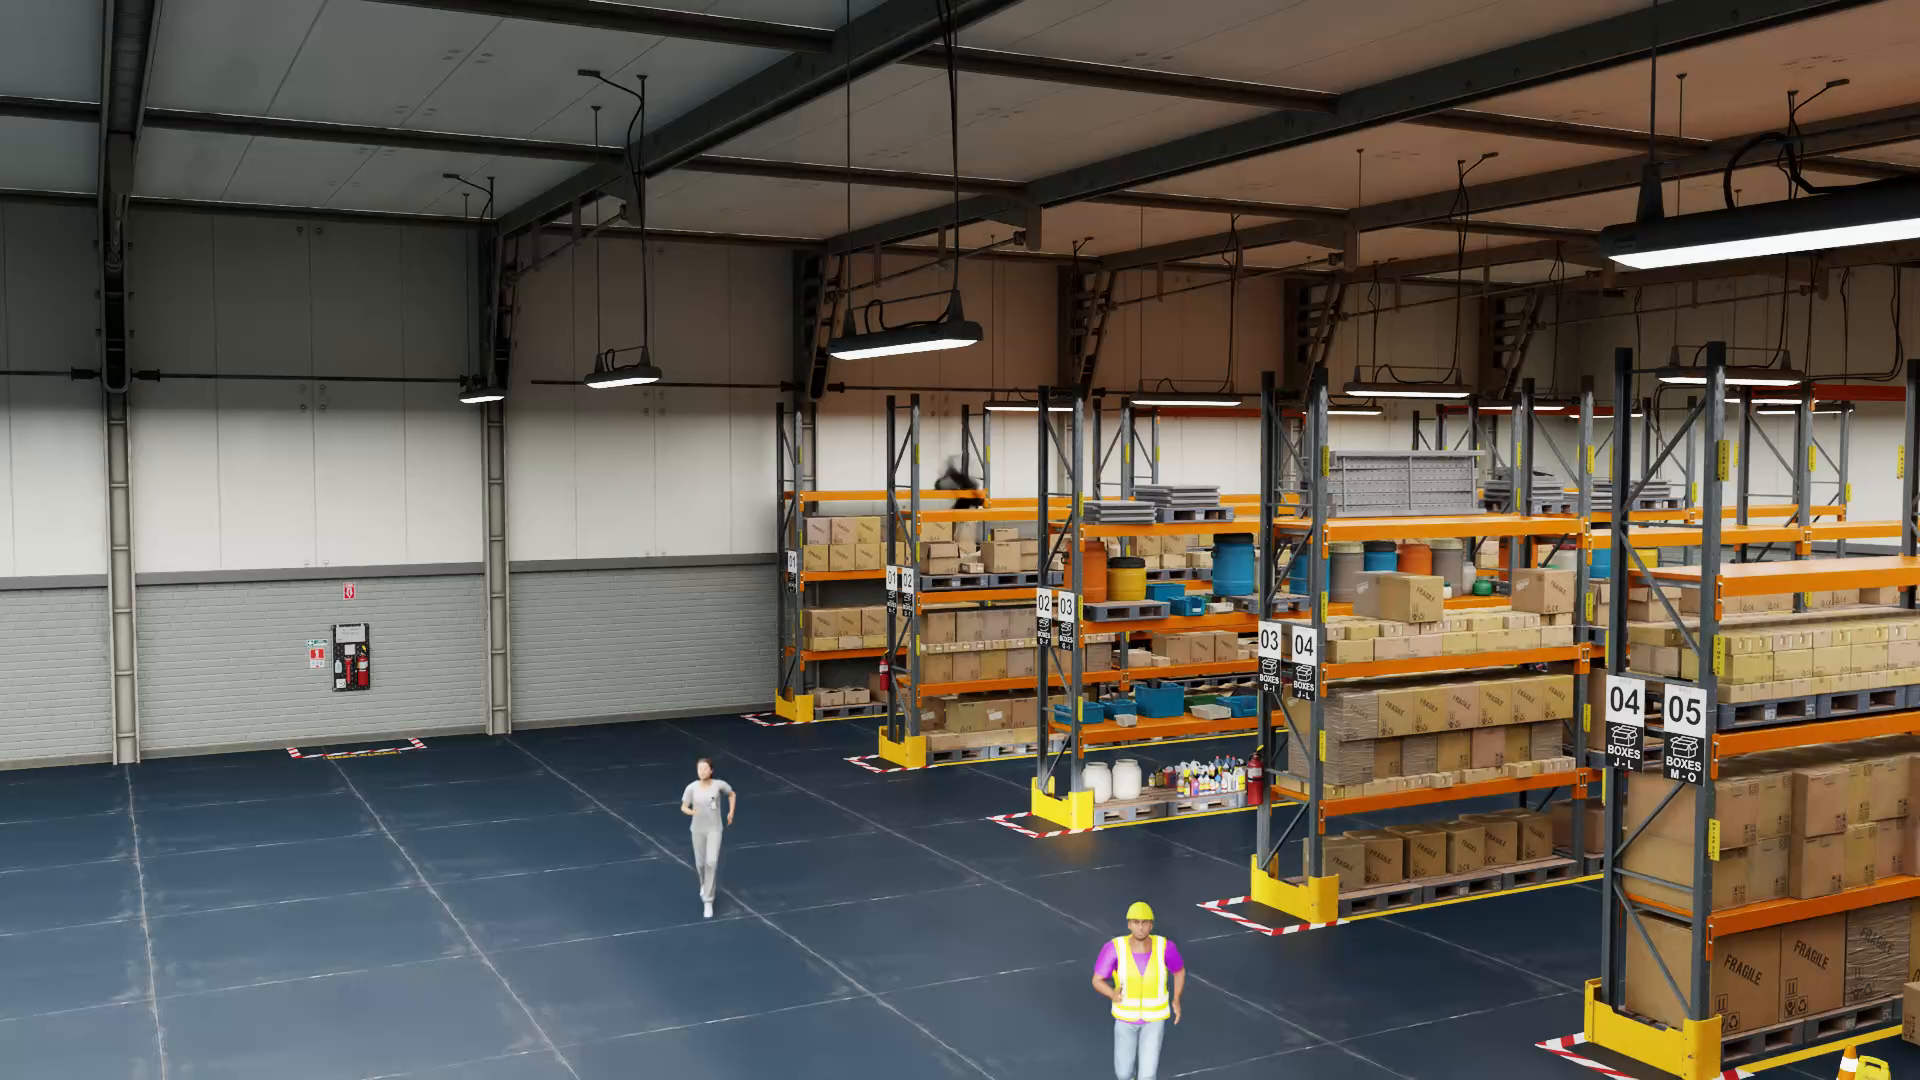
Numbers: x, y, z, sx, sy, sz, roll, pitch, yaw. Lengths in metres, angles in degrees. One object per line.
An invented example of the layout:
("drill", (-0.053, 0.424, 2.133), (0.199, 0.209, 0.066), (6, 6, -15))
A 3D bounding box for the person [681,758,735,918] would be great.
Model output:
("person", (-2.825, 3.274, 18.590), (0.573, 1.674, 0.956), (0, 3, 0))

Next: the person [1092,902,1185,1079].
("person", (1.348, 3.577, 12.529), (0.709, 1.738, 0.804), (0, 3, 4))
